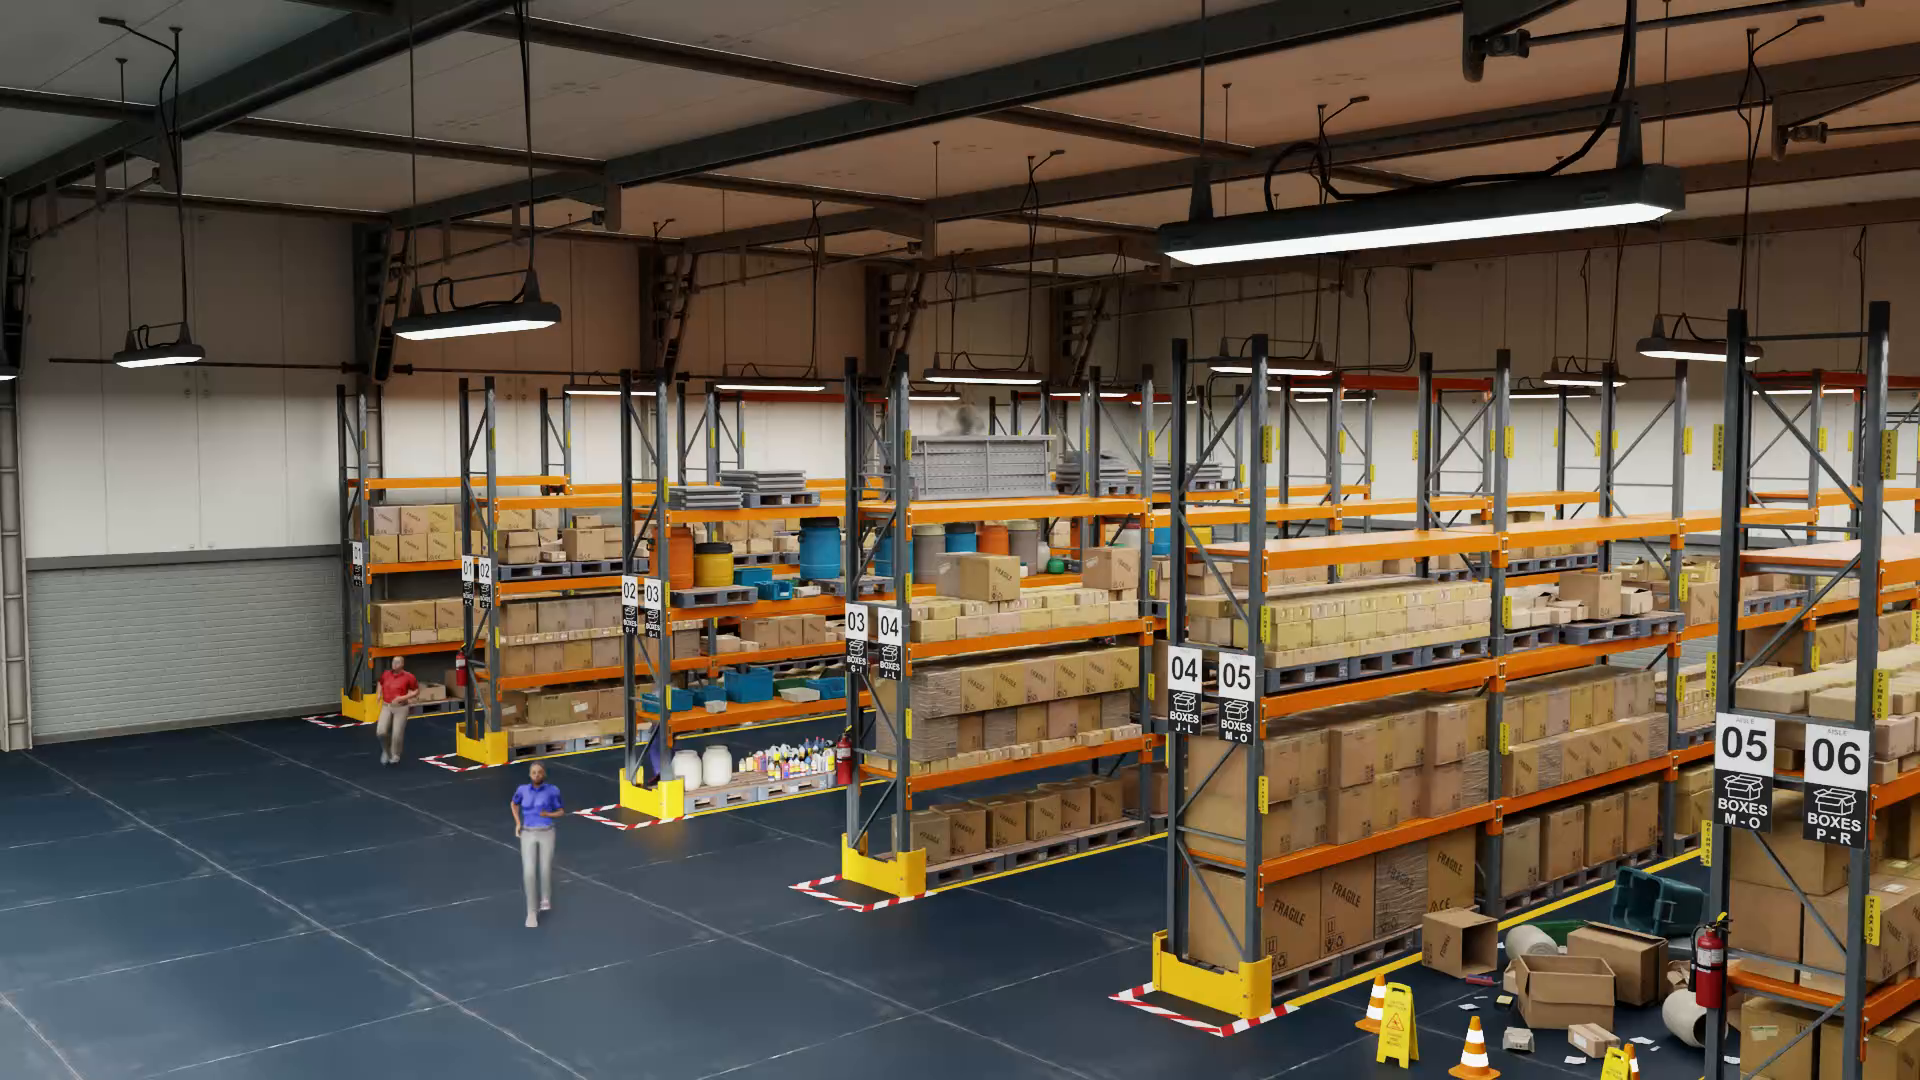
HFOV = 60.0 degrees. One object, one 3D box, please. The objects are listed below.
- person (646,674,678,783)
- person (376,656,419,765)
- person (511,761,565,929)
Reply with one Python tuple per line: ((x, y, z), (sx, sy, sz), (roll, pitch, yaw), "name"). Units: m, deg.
((-4.343, 2.750, 24.583), (0.677, 1.611, 0.627), (-3, 5, -41), "person")
((-8.715, 2.638, 25.701), (0.690, 1.707, 0.574), (0, 4, 1), "person")
((-4.450, 3.183, 17.548), (0.558, 1.714, 0.708), (-1, 4, -13), "person")
